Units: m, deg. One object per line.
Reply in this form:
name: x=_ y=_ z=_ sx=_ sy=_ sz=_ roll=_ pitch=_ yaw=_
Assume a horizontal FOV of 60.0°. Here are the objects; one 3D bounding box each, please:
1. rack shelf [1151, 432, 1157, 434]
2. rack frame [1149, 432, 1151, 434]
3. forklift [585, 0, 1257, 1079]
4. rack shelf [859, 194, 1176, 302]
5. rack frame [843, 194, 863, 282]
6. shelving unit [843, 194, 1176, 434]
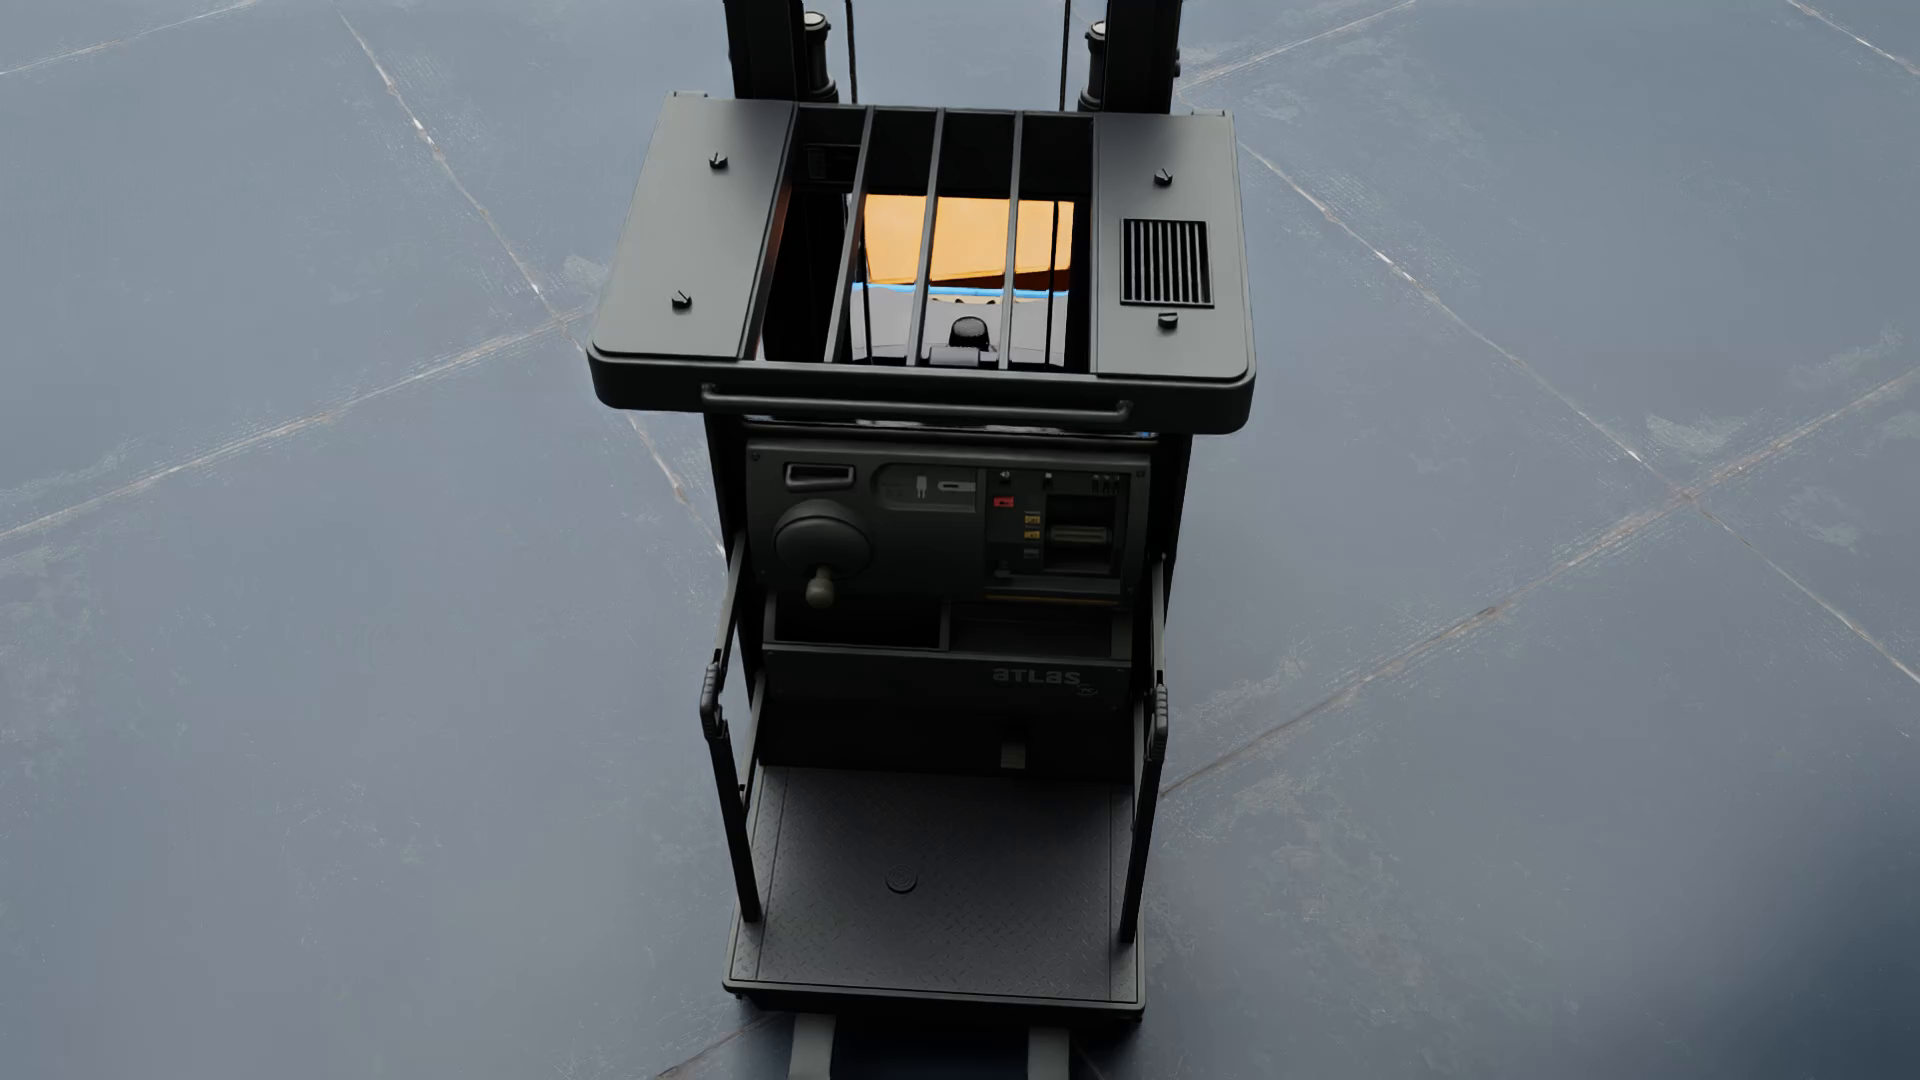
rack shelf: x=0.168 y=-0.586 z=5.846 sx=1.000 sy=0.278 sz=0.538 roll=-6 pitch=49 yaw=-5
rack frame: x=0.671 y=-0.800 z=5.709 sx=0.032 sy=1.125 sz=0.500 roll=-6 pitch=49 yaw=-5
forklift: x=-0.042 y=0.075 z=3.721 sx=1.130 sy=2.935 sz=3.031 roll=3 pitch=48 yaw=2
rack shelf: x=0.168 y=-0.944 z=5.445 sx=1.000 sy=0.278 sz=0.538 roll=-6 pitch=49 yaw=-5
rack frame: x=-0.336 y=-0.698 z=5.619 sx=0.032 sy=1.125 sz=0.500 roll=-6 pitch=49 yaw=-5
shelving unit: x=0.168 y=-0.749 z=5.664 sx=1.048 sy=1.125 sz=0.538 roll=-6 pitch=49 yaw=-5
